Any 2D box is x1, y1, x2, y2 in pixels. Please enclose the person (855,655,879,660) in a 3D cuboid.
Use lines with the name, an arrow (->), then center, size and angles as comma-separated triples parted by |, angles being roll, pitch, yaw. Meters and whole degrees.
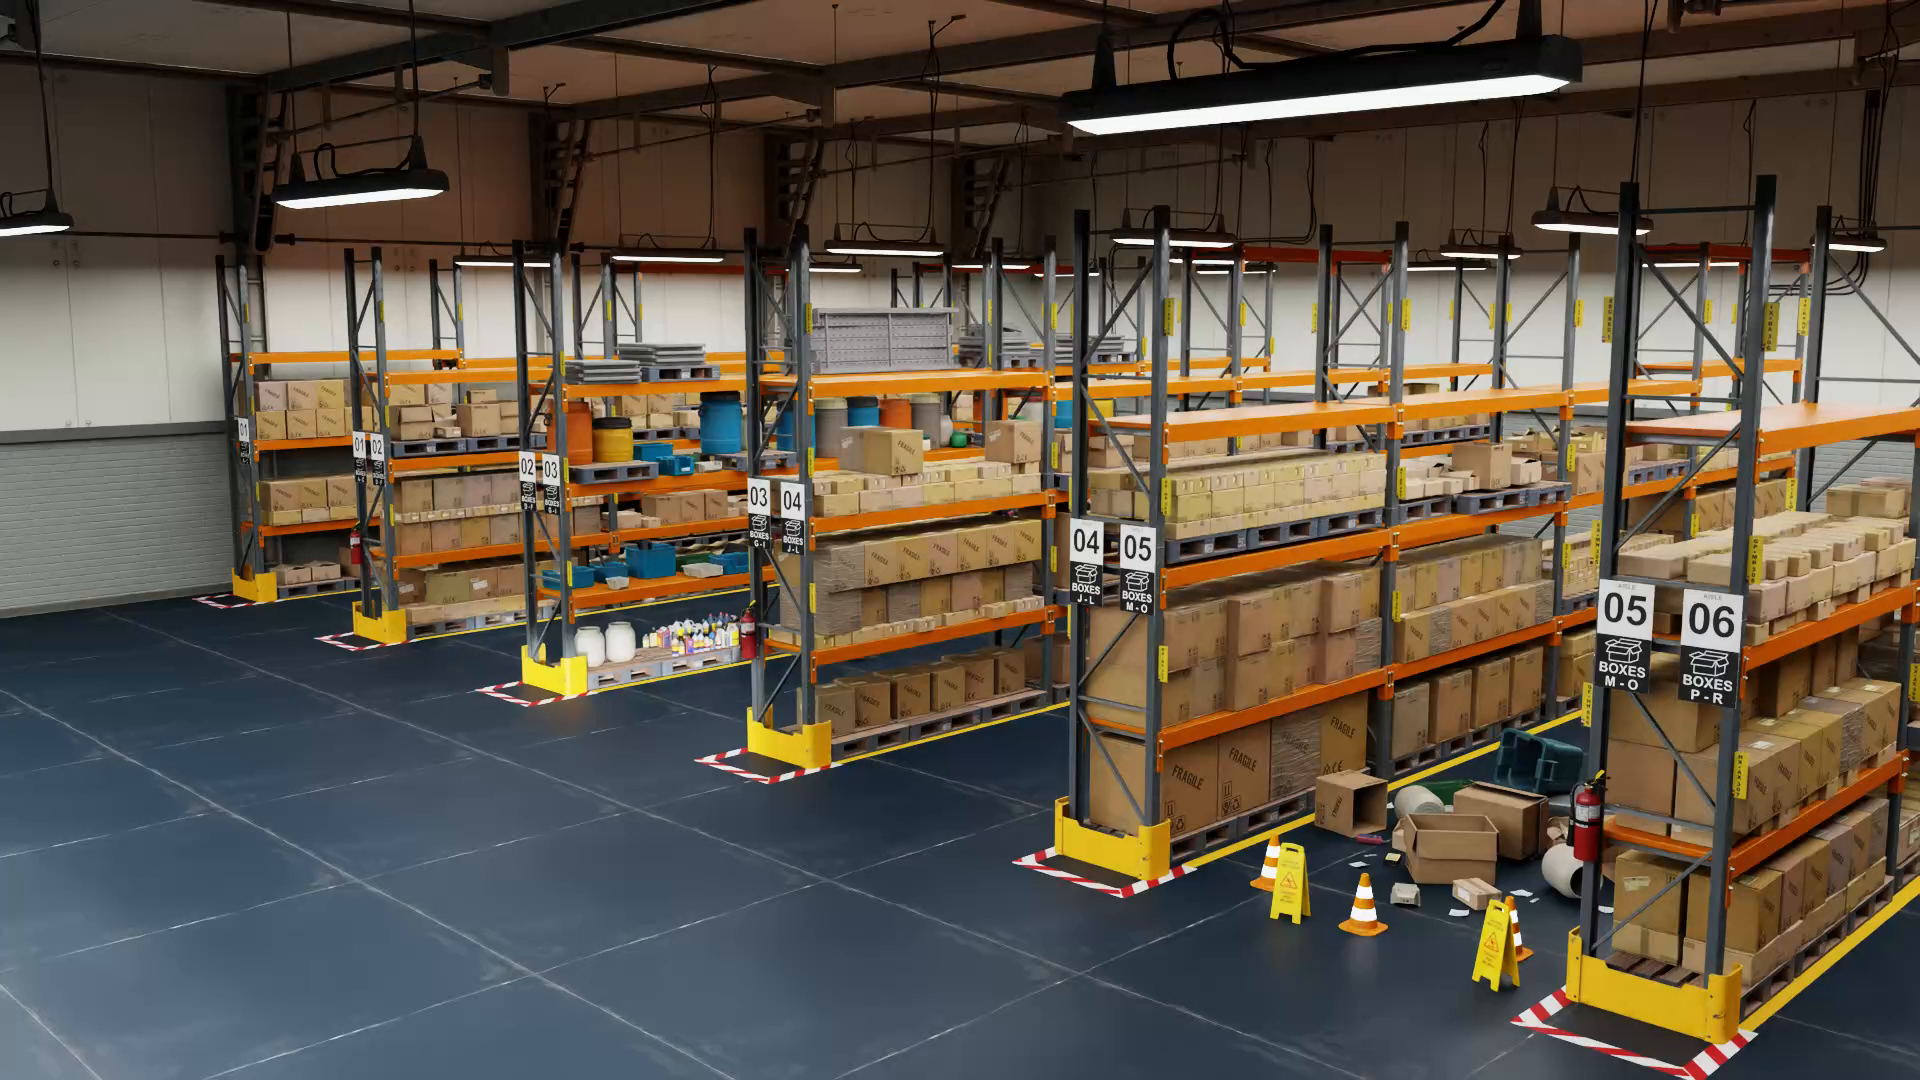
person -> -1.458, 0.872, 24.246 | 0.407, 1.830, 0.614 | 4, 9, 26

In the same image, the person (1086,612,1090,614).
person -> 2.054, 0.333, 26.337 | 0.452, 1.648, 0.580 | 7, 11, 42
